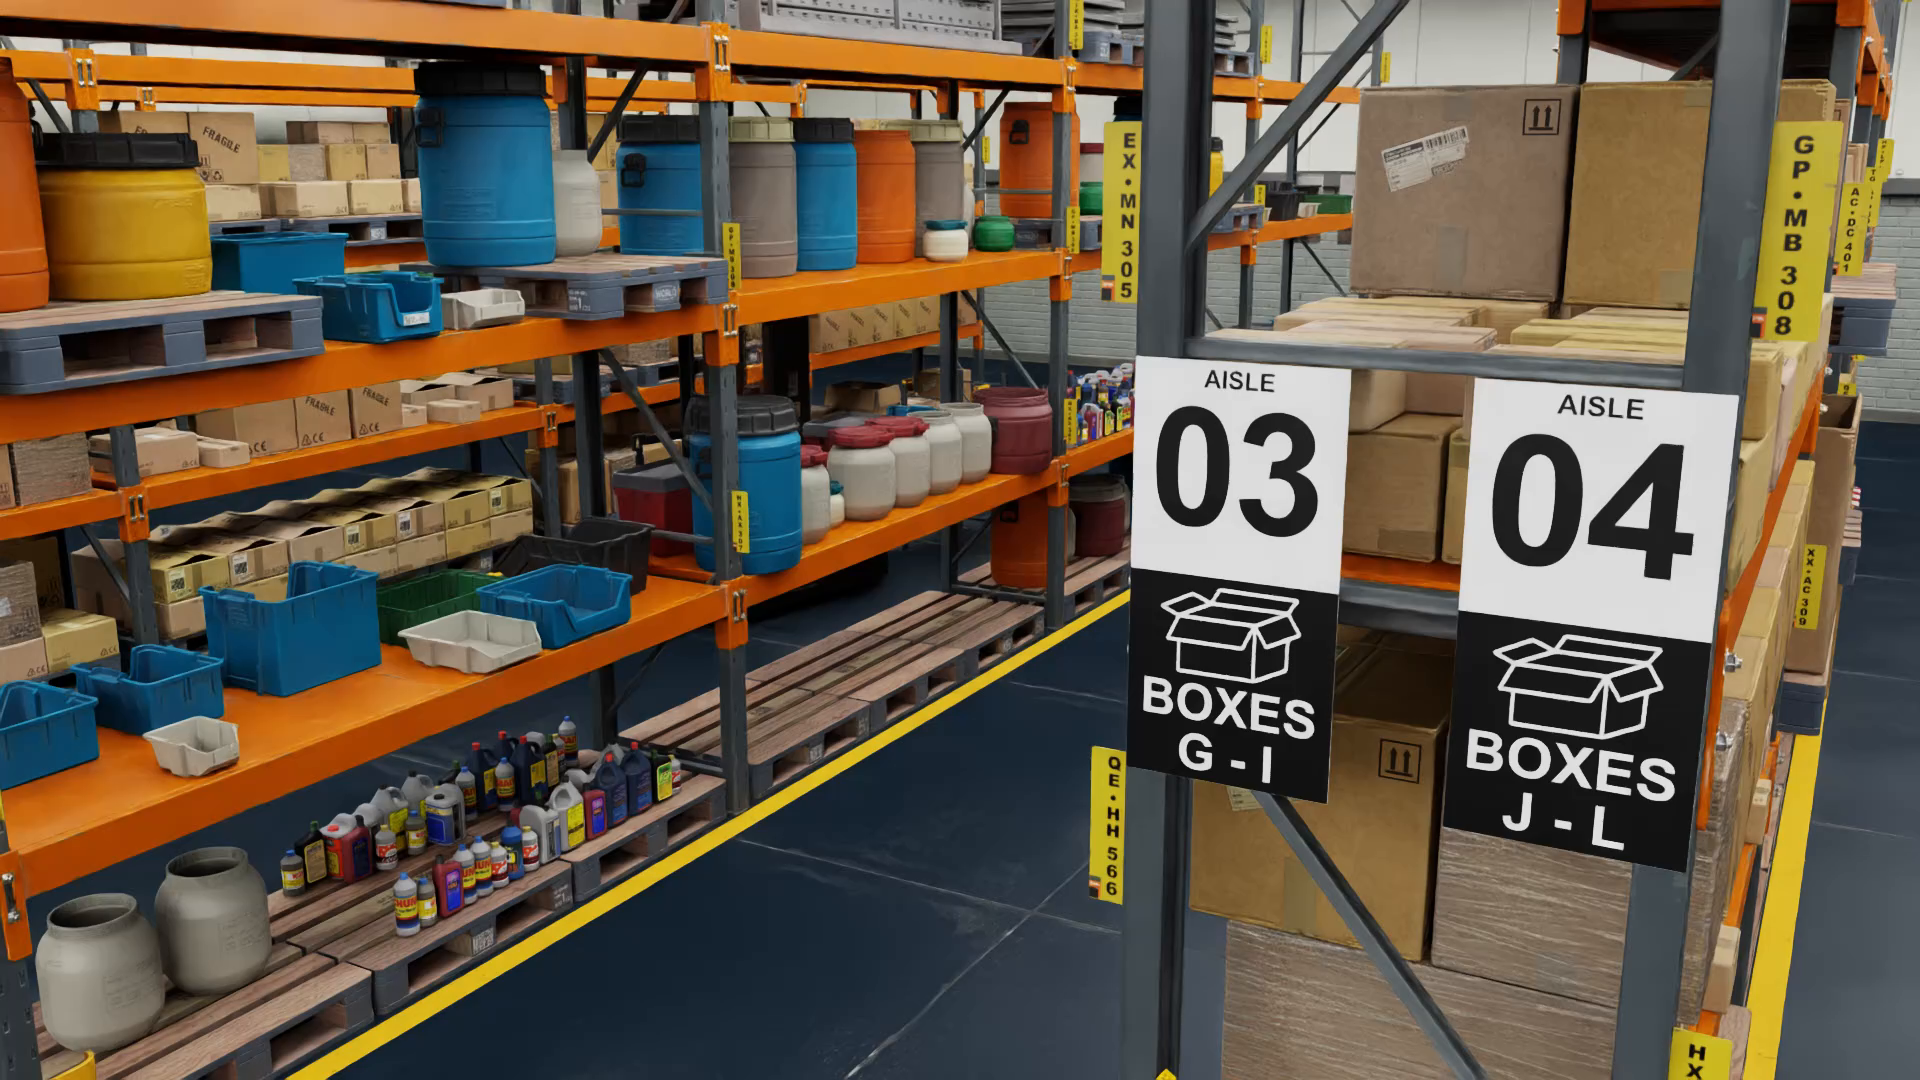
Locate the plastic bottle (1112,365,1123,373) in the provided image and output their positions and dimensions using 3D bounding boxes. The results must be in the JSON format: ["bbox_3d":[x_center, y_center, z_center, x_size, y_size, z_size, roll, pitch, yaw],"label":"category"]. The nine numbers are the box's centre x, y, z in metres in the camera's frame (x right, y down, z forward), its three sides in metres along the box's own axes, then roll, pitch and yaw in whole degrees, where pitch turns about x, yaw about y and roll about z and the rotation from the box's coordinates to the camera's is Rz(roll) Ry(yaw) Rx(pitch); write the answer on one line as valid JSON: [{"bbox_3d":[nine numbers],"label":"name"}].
[{"bbox_3d":[1.435,-1.456,15.163,0.097,0.271,0.097,0,14,0],"label":"plastic bottle"}]

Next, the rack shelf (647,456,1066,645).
[{"bbox_3d":[-0.652,-0.085,10.738,1.077,0.370,4.000,7,15,28],"label":"rack shelf"}]

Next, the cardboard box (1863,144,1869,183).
[{"bbox_3d":[4.639,-1.908,9.083,0.500,0.500,0.500,8,16,30],"label":"cardboard box"}]

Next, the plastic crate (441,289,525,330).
[{"bbox_3d":[-2.040,-0.980,7.075,0.243,0.136,0.396,7,15,28],"label":"plastic crate"}]

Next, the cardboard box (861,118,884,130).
[{"bbox_3d":[-1.282,-4.515,18.830,0.700,0.500,0.500,7,15,28],"label":"cardboard box"}]

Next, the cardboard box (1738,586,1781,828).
[{"bbox_3d":[1.776,0.391,4.245,0.500,0.500,0.500,7,15,28],"label":"cardboard box"}]

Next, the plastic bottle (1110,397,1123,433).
[{"bbox_3d":[1.247,-1.005,13.269,0.061,0.283,0.133,7,15,28],"label":"plastic bottle"}]

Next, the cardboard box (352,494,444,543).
[{"bbox_3d":[-4.549,-0.201,13.459,0.500,0.311,0.500,7,15,28],"label":"cardboard box"}]

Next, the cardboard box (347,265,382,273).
[{"bbox_3d":[-6.928,-3.023,18.897,0.500,0.250,0.500,8,16,29],"label":"cardboard box"}]

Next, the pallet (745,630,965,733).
[{"bbox_3d":[-0.684,0.914,11.008,1.003,0.211,1.213,7,15,28],"label":"pallet"}]

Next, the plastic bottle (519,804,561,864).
[{"bbox_3d":[-2.008,1.389,7.962,0.152,0.276,0.135,8,16,29],"label":"plastic bottle"}]

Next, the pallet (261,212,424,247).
[{"bbox_3d":[-4.807,-2.395,12.785,1.003,0.211,1.213,8,16,31],"label":"pallet"}]

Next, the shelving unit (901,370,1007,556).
[{"bbox_3d":[-0.041,-0.712,15.002,0.538,1.500,1.048,7,15,28],"label":"shelving unit"}]

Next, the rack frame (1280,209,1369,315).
[{"bbox_3d":[4.183,-2.487,19.164,1.000,3.000,0.127,7,15,28],"label":"rack frame"}]

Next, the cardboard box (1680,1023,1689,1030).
[{"bbox_3d":[1.632,1.245,4.222,0.380,0.149,0.250,7,15,28],"label":"cardboard box"}]

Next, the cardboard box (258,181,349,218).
[{"bbox_3d":[-4.975,-2.561,12.498,0.500,0.250,0.500,6,15,23],"label":"cardboard box"}]

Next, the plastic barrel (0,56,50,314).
[{"bbox_3d":[-3.428,-1.189,5.570,0.600,0.830,0.708,7,15,28],"label":"plastic barrel"}]

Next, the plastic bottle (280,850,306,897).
[{"bbox_3d":[-3.048,1.516,7.593,0.097,0.201,0.097,0,14,0],"label":"plastic bottle"}]

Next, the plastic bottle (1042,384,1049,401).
[{"bbox_3d":[0.690,-1.154,13.887,0.061,0.283,0.133,7,15,28],"label":"plastic bottle"}]

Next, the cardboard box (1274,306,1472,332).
[{"bbox_3d":[0.910,-0.423,3.673,0.380,0.149,0.250,7,15,26],"label":"cardboard box"}]

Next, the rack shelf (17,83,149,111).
[{"bbox_3d":[-9.324,-3.930,14.738,1.077,0.370,4.000,7,15,28],"label":"rack shelf"}]

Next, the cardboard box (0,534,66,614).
[{"bbox_3d":[-6.451,0.241,11.221,0.500,0.500,0.500,7,15,28],"label":"cardboard box"}]

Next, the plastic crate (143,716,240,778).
[{"bbox_3d":[-2.838,0.777,6.189,0.298,0.136,0.250,7,15,28],"label":"plastic crate"}]

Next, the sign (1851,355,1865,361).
[{"bbox_3d":[7.064,-1.570,13.059,0.100,0.325,0.005,7,15,28],"label":"sign"}]

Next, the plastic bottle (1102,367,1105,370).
[{"bbox_3d":[1.269,-1.400,14.906,0.061,0.283,0.133,7,15,28],"label":"plastic bottle"}]

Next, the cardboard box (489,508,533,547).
[{"bbox_3d":[-4.060,-0.139,14.398,0.500,0.250,0.500,8,16,29],"label":"cardboard box"}]

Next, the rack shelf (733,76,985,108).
[{"bbox_3d":[-1.118,-5.203,19.175,1.077,0.370,4.000,7,15,28],"label":"rack shelf"}]

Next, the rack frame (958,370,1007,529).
[{"bbox_3d":[0.205,-0.816,15.434,0.500,1.500,0.032,7,15,28],"label":"rack frame"}]

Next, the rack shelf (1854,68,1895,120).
[{"bbox_3d":[7.552,-3.887,14.563,1.077,0.370,4.000,7,15,28],"label":"rack shelf"}]

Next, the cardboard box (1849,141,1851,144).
[{"bbox_3d":[6.910,-3.032,13.702,0.700,0.500,0.500,6,15,25],"label":"cardboard box"}]

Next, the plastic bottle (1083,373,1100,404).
[{"bbox_3d":[1.132,-1.316,14.574,0.152,0.276,0.135,7,15,28],"label":"plastic bottle"}]

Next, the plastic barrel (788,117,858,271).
[{"bbox_3d":[-0.930,-2.124,10.190,0.600,0.901,0.708,7,15,28],"label":"plastic barrel"}]

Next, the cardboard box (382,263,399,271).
[{"bbox_3d":[-6.681,-3.127,19.331,0.500,0.250,0.500,8,16,29],"label":"cardboard box"}]

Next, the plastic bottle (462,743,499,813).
[{"bbox_3d":[-2.463,1.207,8.558,0.144,0.351,0.185,7,15,26],"label":"plastic bottle"}]

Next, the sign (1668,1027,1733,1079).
[{"bbox_3d":[1.259,0.998,2.864,0.100,0.325,0.005,7,15,28],"label":"sign"}]

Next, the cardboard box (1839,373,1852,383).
[{"bbox_3d":[6.598,-1.027,12.894,0.500,0.500,0.500,7,15,28],"label":"cardboard box"}]

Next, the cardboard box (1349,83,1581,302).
[{"bbox_3d":[1.311,-0.884,4.202,0.500,0.500,0.500,7,15,28],"label":"cardboard box"}]

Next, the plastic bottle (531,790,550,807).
[{"bbox_3d":[-2.028,1.346,8.123,0.061,0.283,0.133,7,15,28],"label":"plastic bottle"}]

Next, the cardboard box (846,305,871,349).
[{"bbox_3d":[-1.356,-2.456,18.822,0.500,0.500,0.500,8,16,29],"label":"cardboard box"}]

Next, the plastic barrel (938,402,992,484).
[{"bbox_3d":[0.005,-0.664,11.367,0.421,0.512,0.421,0,14,0],"label":"plastic barrel"}]

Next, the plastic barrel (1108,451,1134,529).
[{"bbox_3d":[1.629,-0.595,14.899,0.600,0.901,0.708,7,15,28],"label":"plastic barrel"}]

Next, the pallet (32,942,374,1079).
[{"bbox_3d":[-3.159,1.965,6.650,1.003,0.211,1.213,7,15,28],"label":"pallet"}]

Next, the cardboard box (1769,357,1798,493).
[{"bbox_3d":[1.730,-0.305,4.036,0.500,0.250,0.500,7,15,28],"label":"cardboard box"}]

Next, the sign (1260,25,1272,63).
[{"bbox_3d":[2.730,-4.418,14.821,0.100,0.325,0.005,7,15,28],"label":"sign"}]

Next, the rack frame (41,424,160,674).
[{"bbox_3d":[-5.953,-0.587,11.283,1.000,3.000,0.127,7,15,28],"label":"rack frame"}]

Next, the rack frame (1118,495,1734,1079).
[{"bbox_3d":[0.784,1.357,3.220,1.000,3.000,0.127,7,15,28],"label":"rack frame"}]

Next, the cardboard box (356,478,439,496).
[{"bbox_3d":[-4.776,-0.364,14.136,0.500,0.311,0.500,7,15,27],"label":"cardboard box"}]

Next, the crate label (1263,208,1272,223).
[{"bbox_3d":[2.738,-3.064,15.720,0.293,0.136,0.466,7,15,28],"label":"crate label"}]

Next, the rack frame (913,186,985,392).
[{"bbox_3d":[-0.152,-3.049,21.495,1.000,3.000,0.127,7,15,28],"label":"rack frame"}]

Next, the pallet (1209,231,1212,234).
[{"bbox_3d":[1.410,-2.627,13.751,1.003,0.211,1.213,7,15,28],"label":"pallet"}]

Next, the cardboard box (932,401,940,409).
[{"bbox_3d":[-0.473,-1.673,20.895,0.380,0.166,0.250,7,15,28],"label":"cardboard box"}]

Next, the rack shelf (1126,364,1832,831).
[{"bbox_3d":[1.751,-0.162,4.655,1.077,0.370,4.000,7,15,28],"label":"rack shelf"}]

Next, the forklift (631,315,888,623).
[{"bbox_3d":[-1.935,-0.892,12.696,1.130,2.935,3.031,11,18,39],"label":"forklift"}]

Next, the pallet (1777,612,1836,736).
[{"bbox_3d":[3.214,0.489,7.229,1.003,0.211,1.213,7,15,28],"label":"pallet"}]

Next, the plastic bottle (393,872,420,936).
[{"bbox_3d":[-2.403,1.572,7.213,0.097,0.271,0.097,0,14,0],"label":"plastic bottle"}]

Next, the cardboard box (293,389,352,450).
[{"bbox_3d":[-5.070,-1.002,12.792,0.500,0.500,0.500,7,15,28],"label":"cardboard box"}]

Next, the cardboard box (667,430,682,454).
[{"bbox_3d":[-2.806,-0.785,16.501,0.500,0.500,0.500,7,15,26],"label":"cardboard box"}]
